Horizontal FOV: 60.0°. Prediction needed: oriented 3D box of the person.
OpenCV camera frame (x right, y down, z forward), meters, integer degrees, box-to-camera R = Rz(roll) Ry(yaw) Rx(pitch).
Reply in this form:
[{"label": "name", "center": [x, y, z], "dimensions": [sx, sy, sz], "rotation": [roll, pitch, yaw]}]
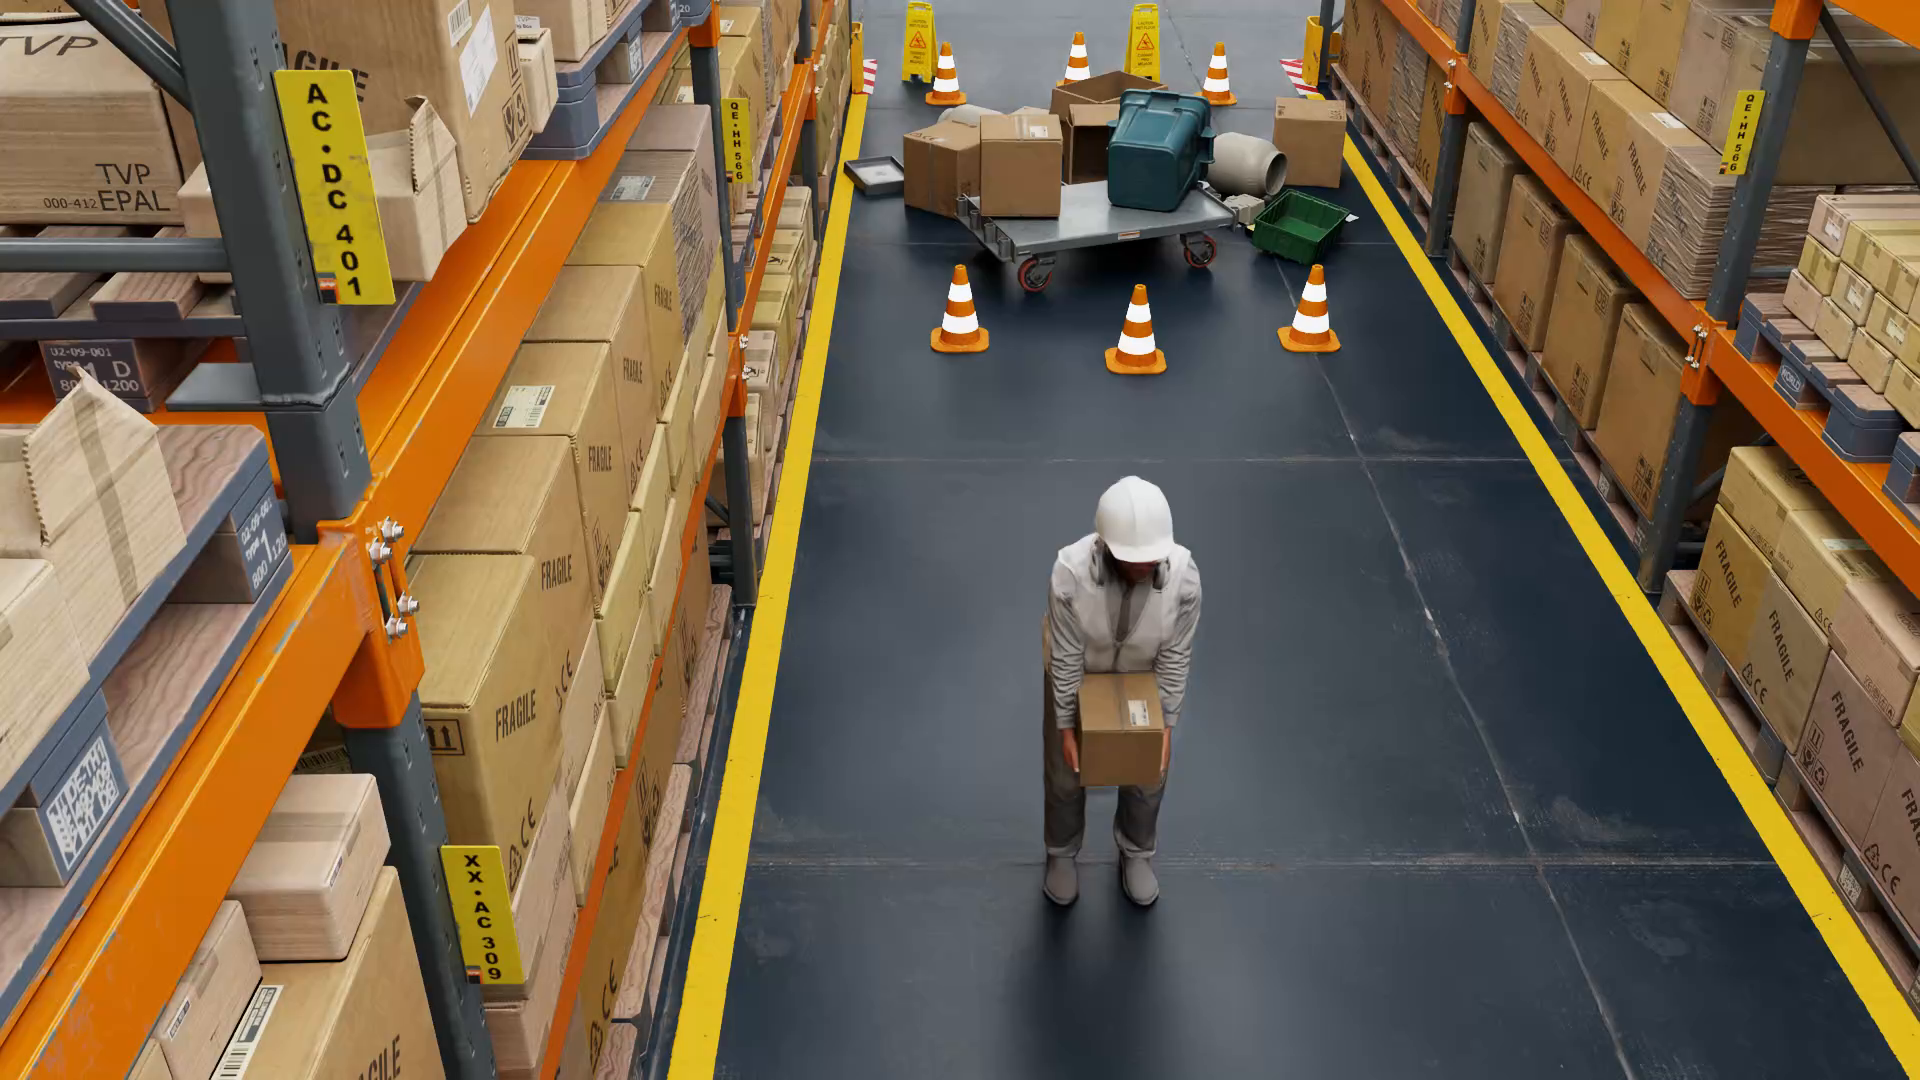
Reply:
[{"label": "person", "center": [0.503, 0.495, 5.350], "dimensions": [0.475, 1.722, 0.615], "rotation": [-1, 31, -1]}]
